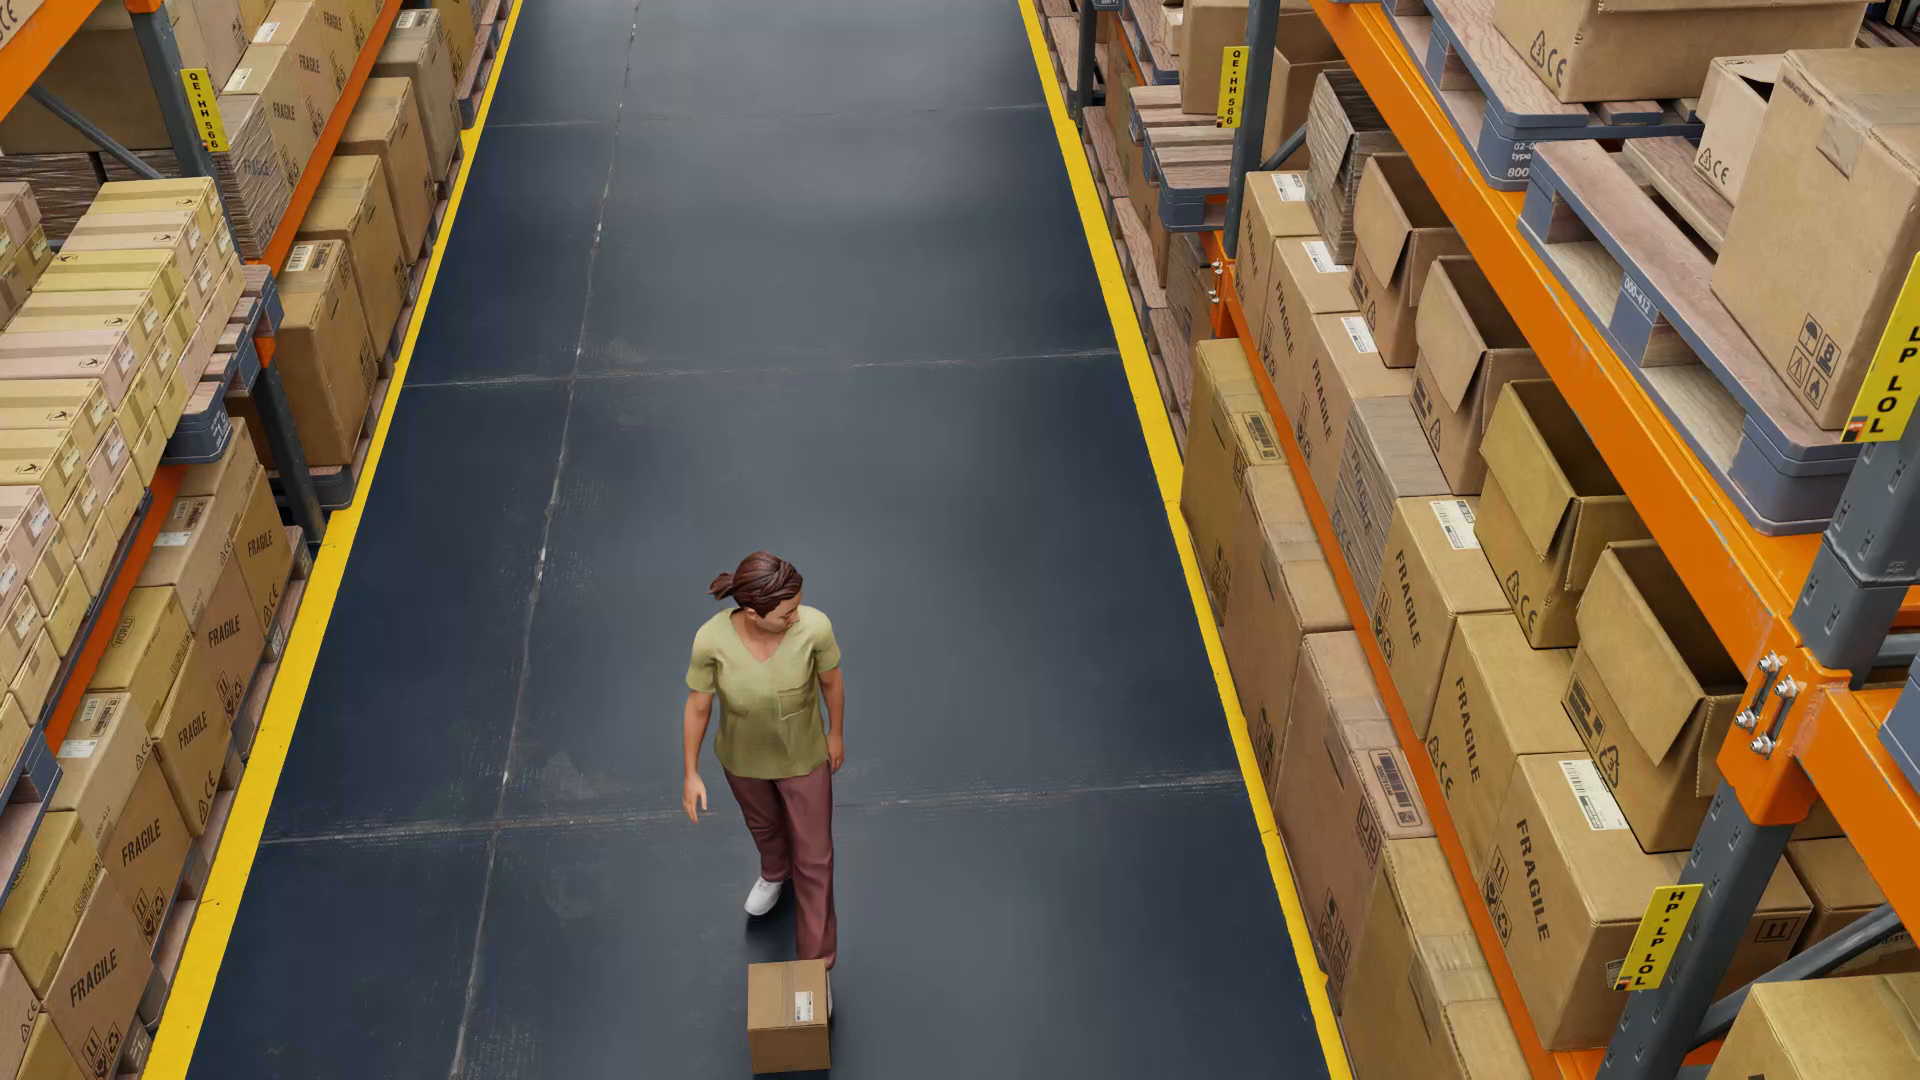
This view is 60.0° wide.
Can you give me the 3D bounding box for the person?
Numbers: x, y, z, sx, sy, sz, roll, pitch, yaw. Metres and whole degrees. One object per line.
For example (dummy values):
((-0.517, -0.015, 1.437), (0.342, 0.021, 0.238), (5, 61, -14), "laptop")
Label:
((-0.617, 0.739, 5.219), (0.496, 1.662, 0.731), (1, 39, 1), "person")
